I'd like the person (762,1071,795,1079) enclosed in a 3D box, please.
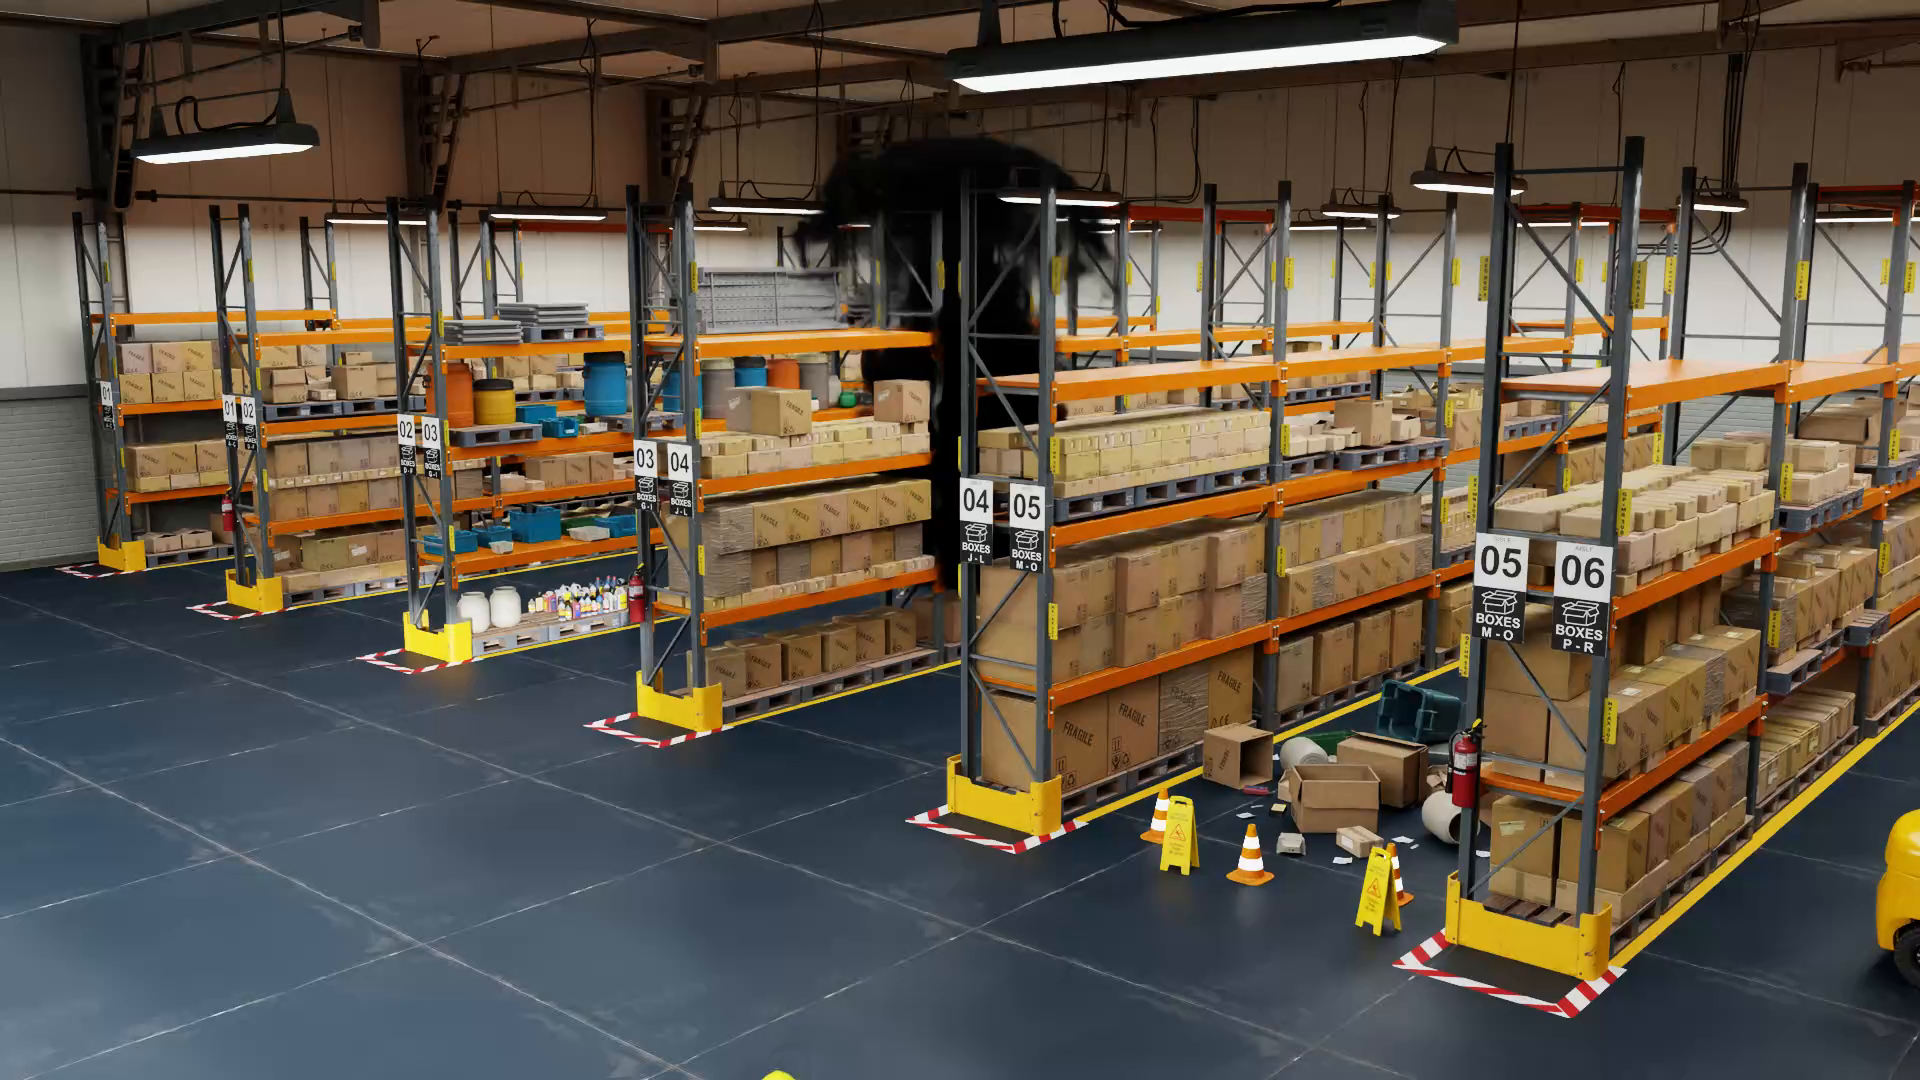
[{"bbox_3d":[-0.754,3.143,7.139,0.685,1.724,0.600,0,9,-2],"label":"person"}]

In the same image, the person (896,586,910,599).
[{"bbox_3d":[-0.883,0.081,24.304,0.503,1.572,0.475,7,12,35],"label":"person"}]
